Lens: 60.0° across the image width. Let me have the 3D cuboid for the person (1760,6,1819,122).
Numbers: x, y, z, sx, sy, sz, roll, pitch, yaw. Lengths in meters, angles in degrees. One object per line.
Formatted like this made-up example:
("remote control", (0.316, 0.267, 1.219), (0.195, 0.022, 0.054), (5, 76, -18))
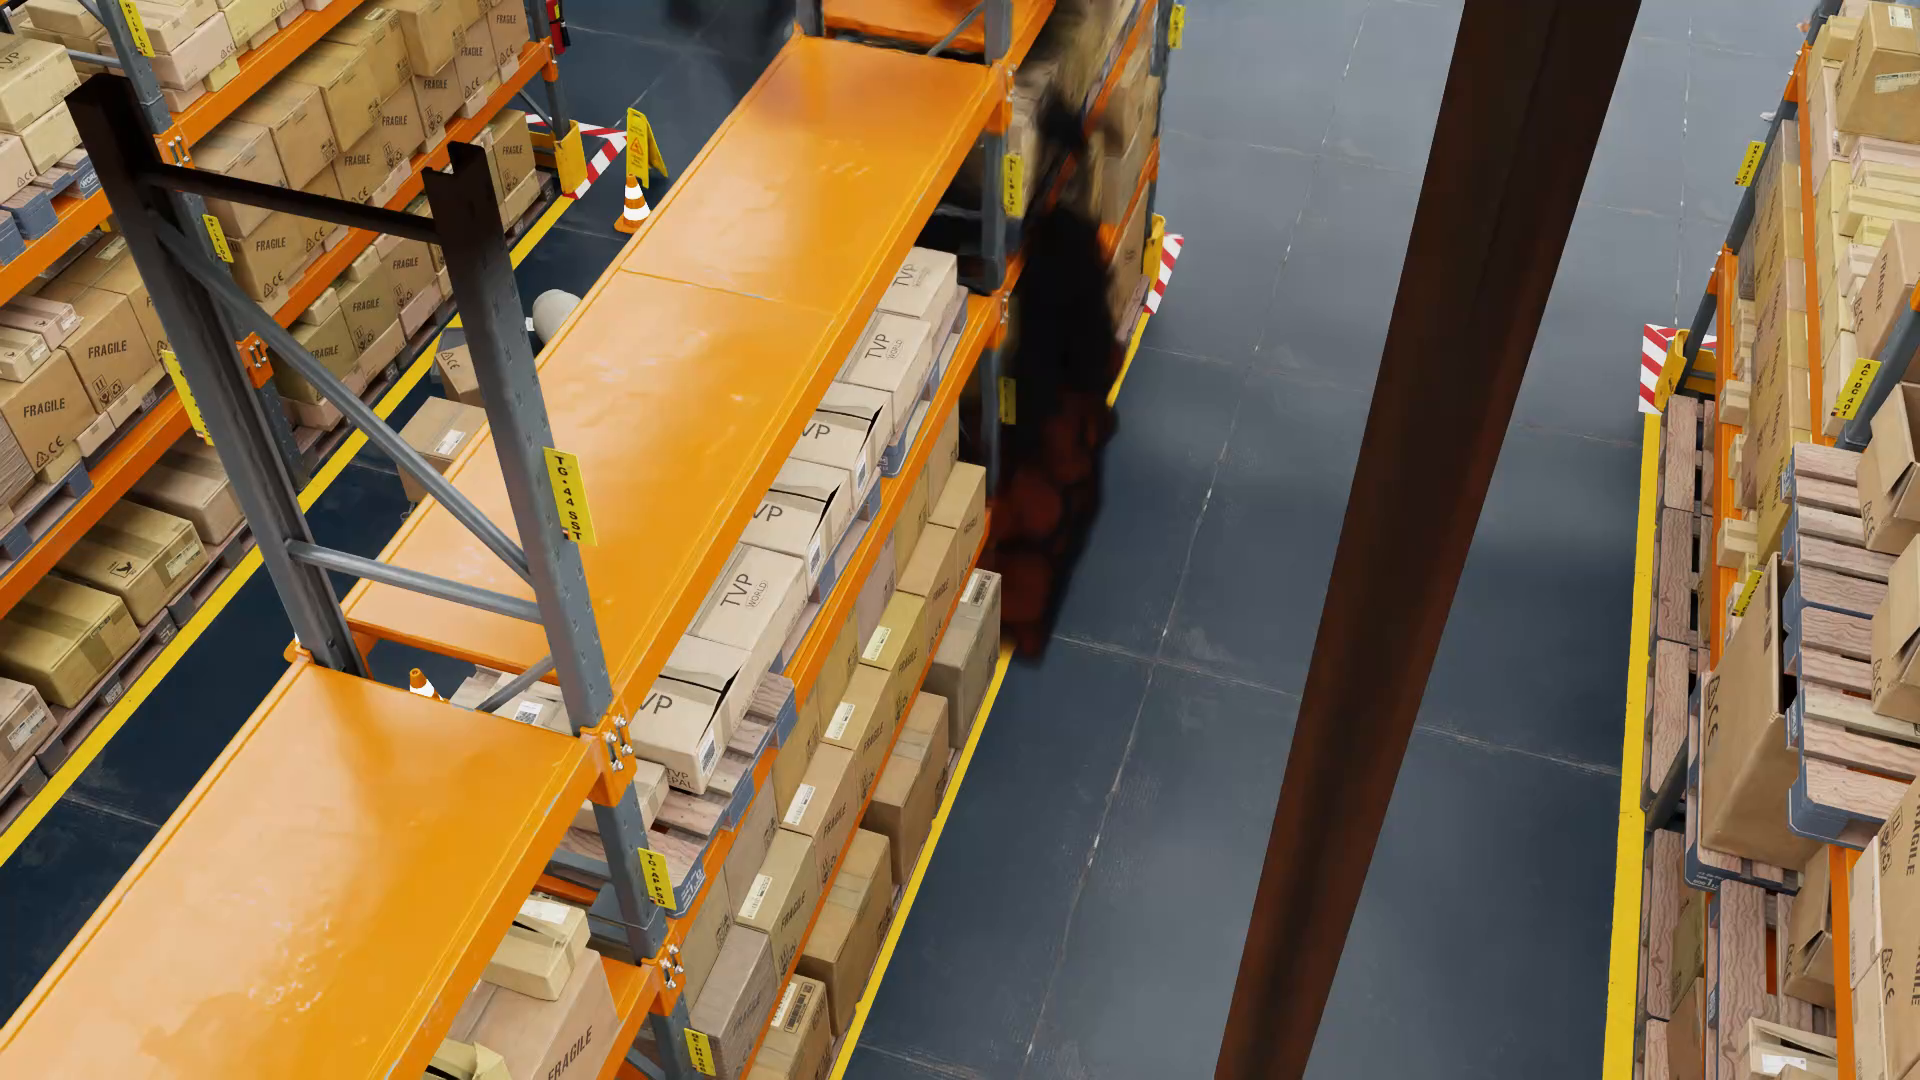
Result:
("person", (7.418, -4.137, 14.049), (0.607, 1.665, 0.830), (-32, 54, -27))
